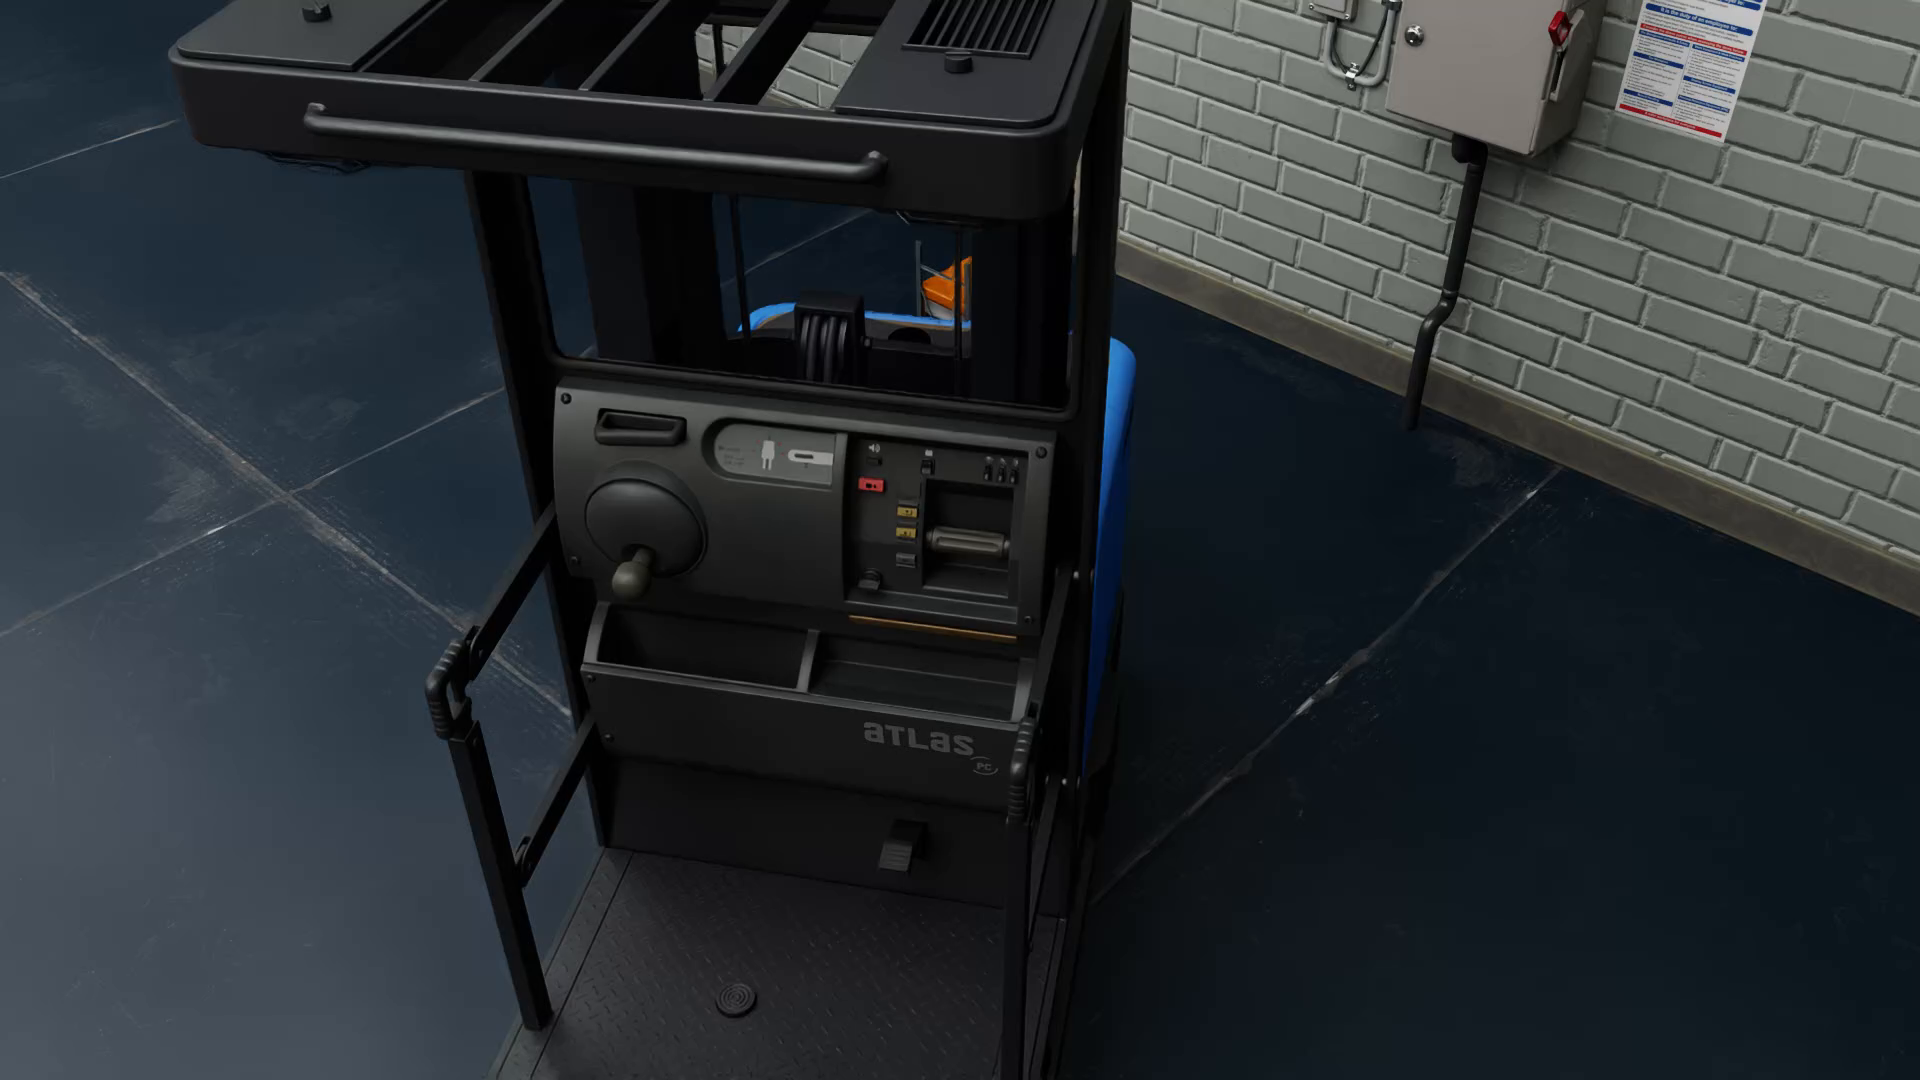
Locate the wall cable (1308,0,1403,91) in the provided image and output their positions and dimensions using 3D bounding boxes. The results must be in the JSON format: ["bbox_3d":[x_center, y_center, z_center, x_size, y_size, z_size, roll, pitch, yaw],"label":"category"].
[{"bbox_3d":[1.151,-2.299,4.915,0.588,1.984,0.122,30,47,32],"label":"wall cable"}]

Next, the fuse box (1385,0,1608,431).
[{"bbox_3d":[1.549,-1.038,5.181,0.539,1.711,0.414,30,47,32],"label":"fuse box"}]

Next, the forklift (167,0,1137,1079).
[{"bbox_3d":[-0.334,0.020,2.869,1.130,2.935,3.031,7,39,9],"label":"forklift"}]

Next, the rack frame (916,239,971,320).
[{"bbox_3d":[-0.046,-0.379,4.884,0.200,1.050,0.008,30,47,32],"label":"rack frame"}]

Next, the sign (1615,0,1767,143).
[{"bbox_3d":[2.053,-1.393,4.668,0.329,0.494,0.001,30,47,32],"label":"sign"}]

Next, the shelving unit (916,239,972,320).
[{"bbox_3d":[0.036,-0.436,4.954,0.215,1.050,0.252,30,47,32],"label":"shelving unit"}]

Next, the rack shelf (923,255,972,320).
[{"bbox_3d":[0.036,-0.649,4.784,0.215,0.259,0.240,30,47,32],"label":"rack shelf"}]
